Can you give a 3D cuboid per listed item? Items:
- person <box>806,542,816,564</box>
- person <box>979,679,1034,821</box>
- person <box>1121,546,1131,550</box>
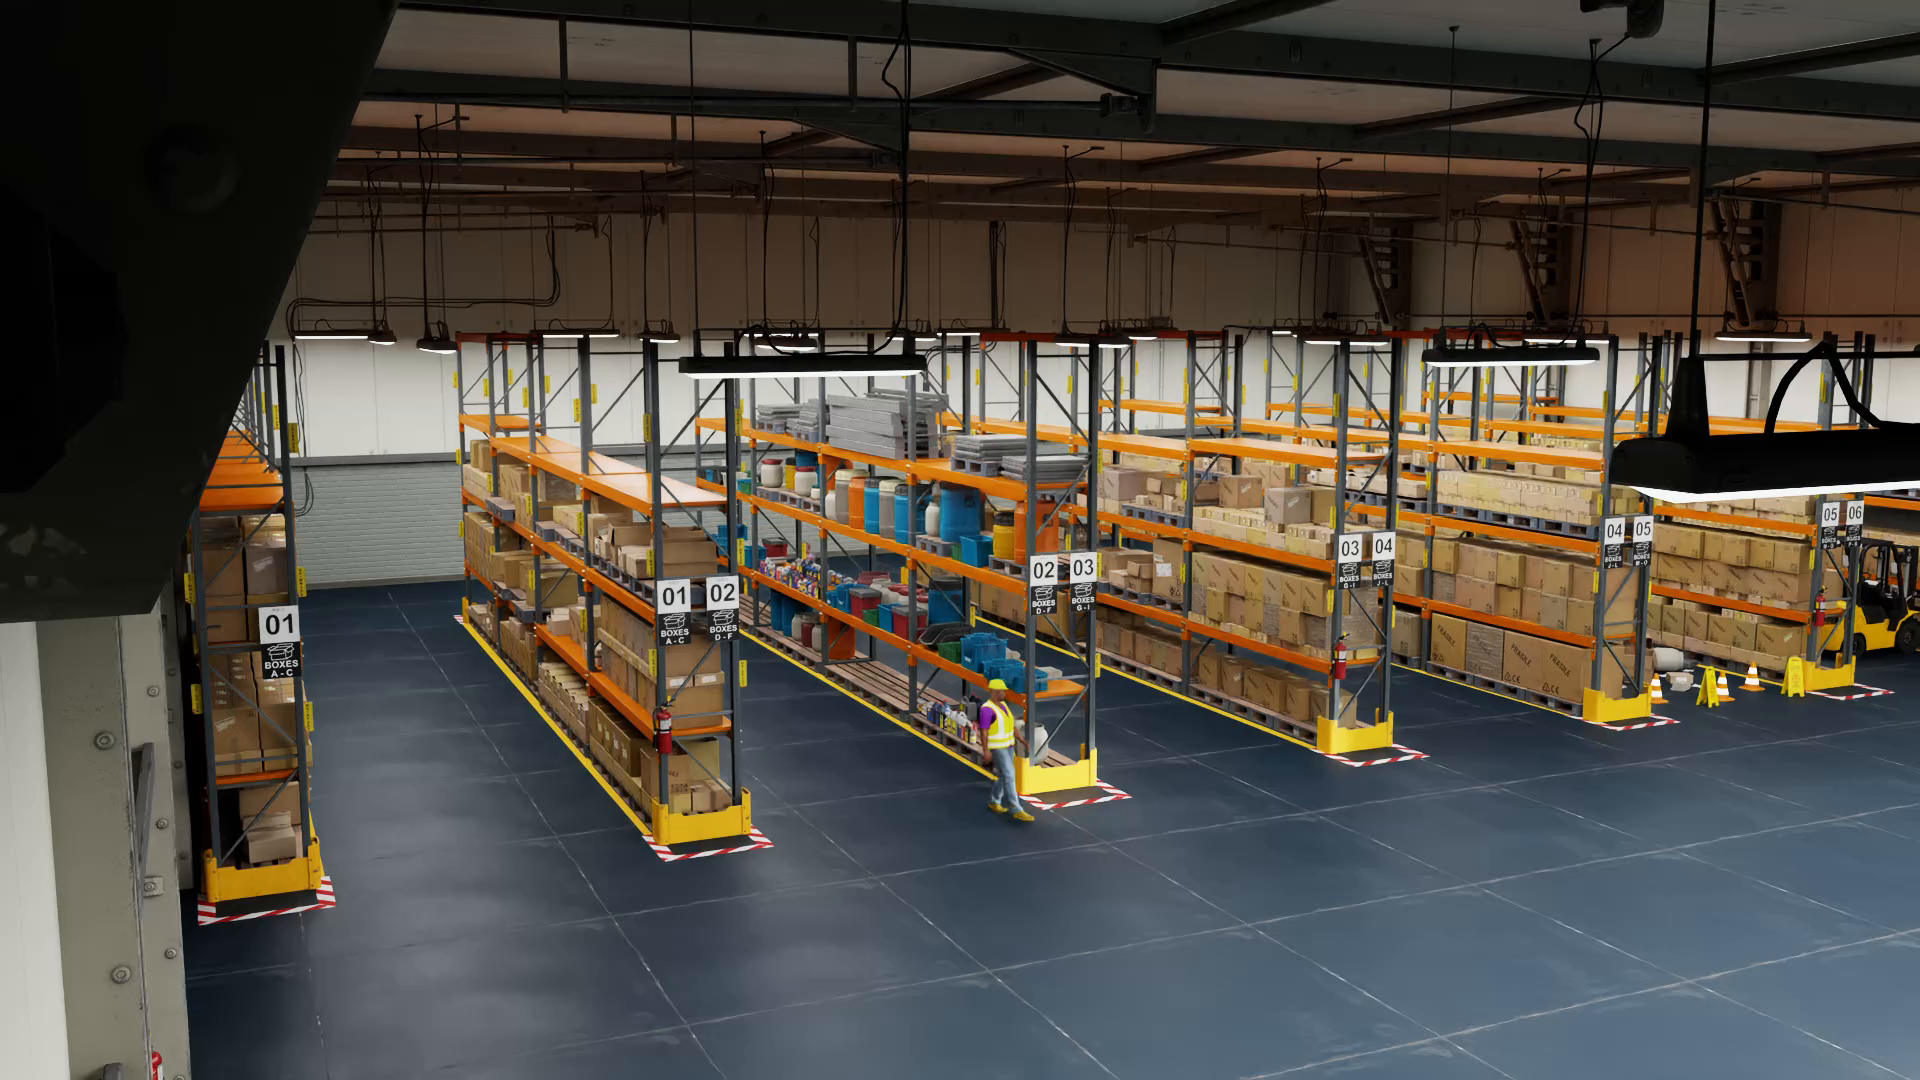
[{"bbox_3d":[-3.219,0.815,35.116,0.421,1.539,0.972,-5,9,-31],"label":"person"},{"bbox_3d":[0.670,2.651,21.053,0.822,1.748,0.597,4,9,29],"label":"person"},{"bbox_3d":[3.348,0.970,33.724,0.512,1.673,0.499,-4,9,-27],"label":"person"}]
